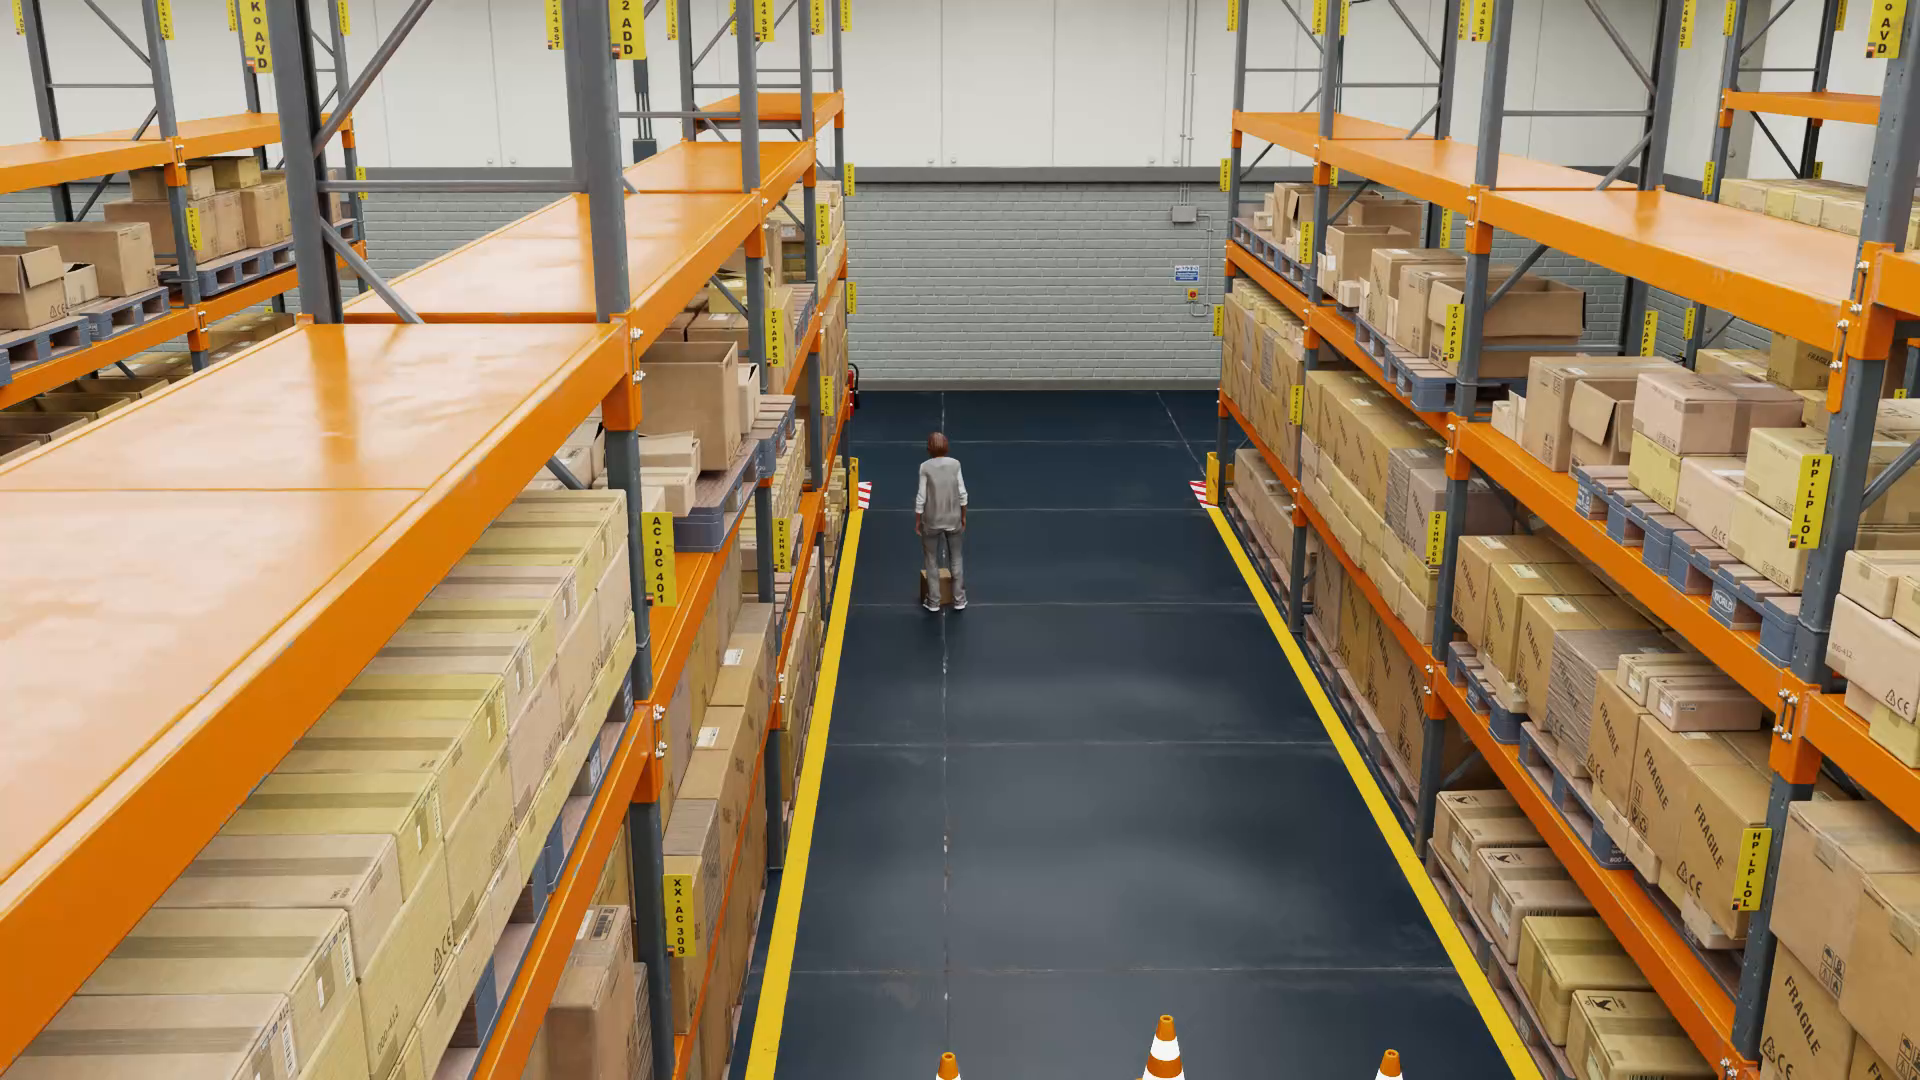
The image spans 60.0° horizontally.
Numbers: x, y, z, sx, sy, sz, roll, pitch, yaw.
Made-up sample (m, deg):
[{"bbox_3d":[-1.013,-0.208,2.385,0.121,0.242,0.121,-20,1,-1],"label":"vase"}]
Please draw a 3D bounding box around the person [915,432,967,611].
[{"bbox_3d":[-0.157,-0.153,14.542,0.485,1.592,0.347,-4,18,-12],"label":"person"}]
